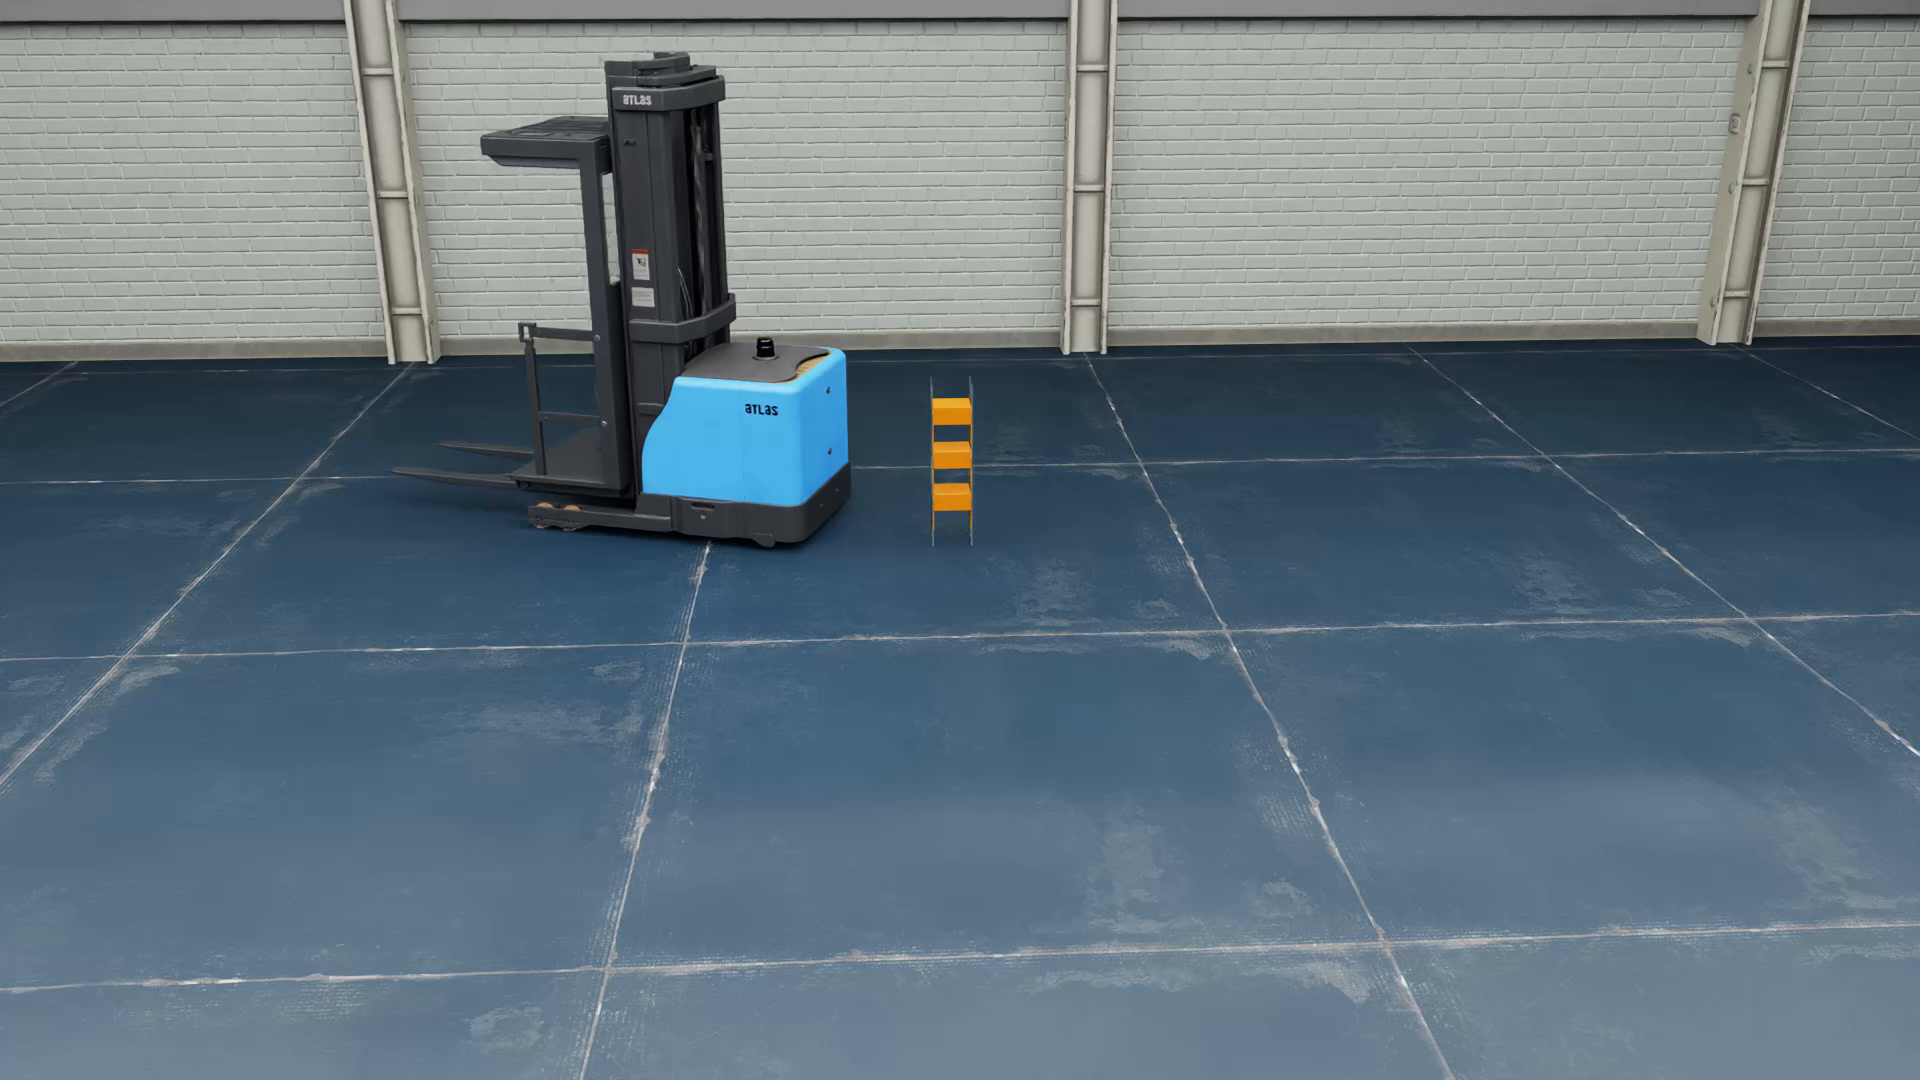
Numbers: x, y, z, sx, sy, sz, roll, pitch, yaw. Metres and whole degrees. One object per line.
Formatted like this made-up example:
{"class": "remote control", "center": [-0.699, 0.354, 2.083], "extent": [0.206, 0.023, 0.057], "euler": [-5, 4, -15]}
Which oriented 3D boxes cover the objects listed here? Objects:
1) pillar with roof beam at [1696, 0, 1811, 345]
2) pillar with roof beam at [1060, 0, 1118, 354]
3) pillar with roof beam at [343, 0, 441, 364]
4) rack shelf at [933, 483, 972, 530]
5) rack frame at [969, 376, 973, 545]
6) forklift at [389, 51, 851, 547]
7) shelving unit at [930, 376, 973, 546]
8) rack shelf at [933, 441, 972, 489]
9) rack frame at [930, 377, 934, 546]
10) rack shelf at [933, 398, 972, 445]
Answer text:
{"class": "pillar with roof beam", "center": [7.359, -4.535, 9.885], "extent": [0.400, 9.000, 9.100], "euler": [-1, 21, -3]}
{"class": "pillar with roof beam", "center": [1.369, -4.413, 9.565], "extent": [0.400, 9.000, 9.100], "euler": [-1, 21, -3]}
{"class": "pillar with roof beam", "center": [-4.622, -4.291, 9.245], "extent": [0.400, 9.000, 9.100], "euler": [-1, 21, -3]}
{"class": "rack shelf", "center": [-0.053, -0.220, 10.534], "extent": [0.240, 0.259, 0.215], "euler": [-1, 21, -3]}
{"class": "rack frame", "center": [0.068, -0.492, 10.438], "extent": [0.008, 1.050, 0.200], "euler": [-1, 21, -3]}
{"class": "forklift", "center": [-2.309, -1.599, 10.702], "extent": [3.031, 2.935, 1.130], "euler": [6, 22, 14]}
{"class": "shelving unit", "center": [-0.053, -0.490, 10.431], "extent": [0.252, 1.050, 0.215], "euler": [-1, 21, -3]}
{"class": "rack shelf", "center": [-0.053, -0.480, 10.435], "extent": [0.240, 0.259, 0.215], "euler": [-1, 21, -3]}
{"class": "rack frame", "center": [-0.175, -0.487, 10.425], "extent": [0.008, 1.050, 0.200], "euler": [-1, 21, -3]}
{"class": "rack shelf", "center": [-0.053, -0.745, 10.334], "extent": [0.240, 0.259, 0.215], "euler": [-1, 21, -3]}
